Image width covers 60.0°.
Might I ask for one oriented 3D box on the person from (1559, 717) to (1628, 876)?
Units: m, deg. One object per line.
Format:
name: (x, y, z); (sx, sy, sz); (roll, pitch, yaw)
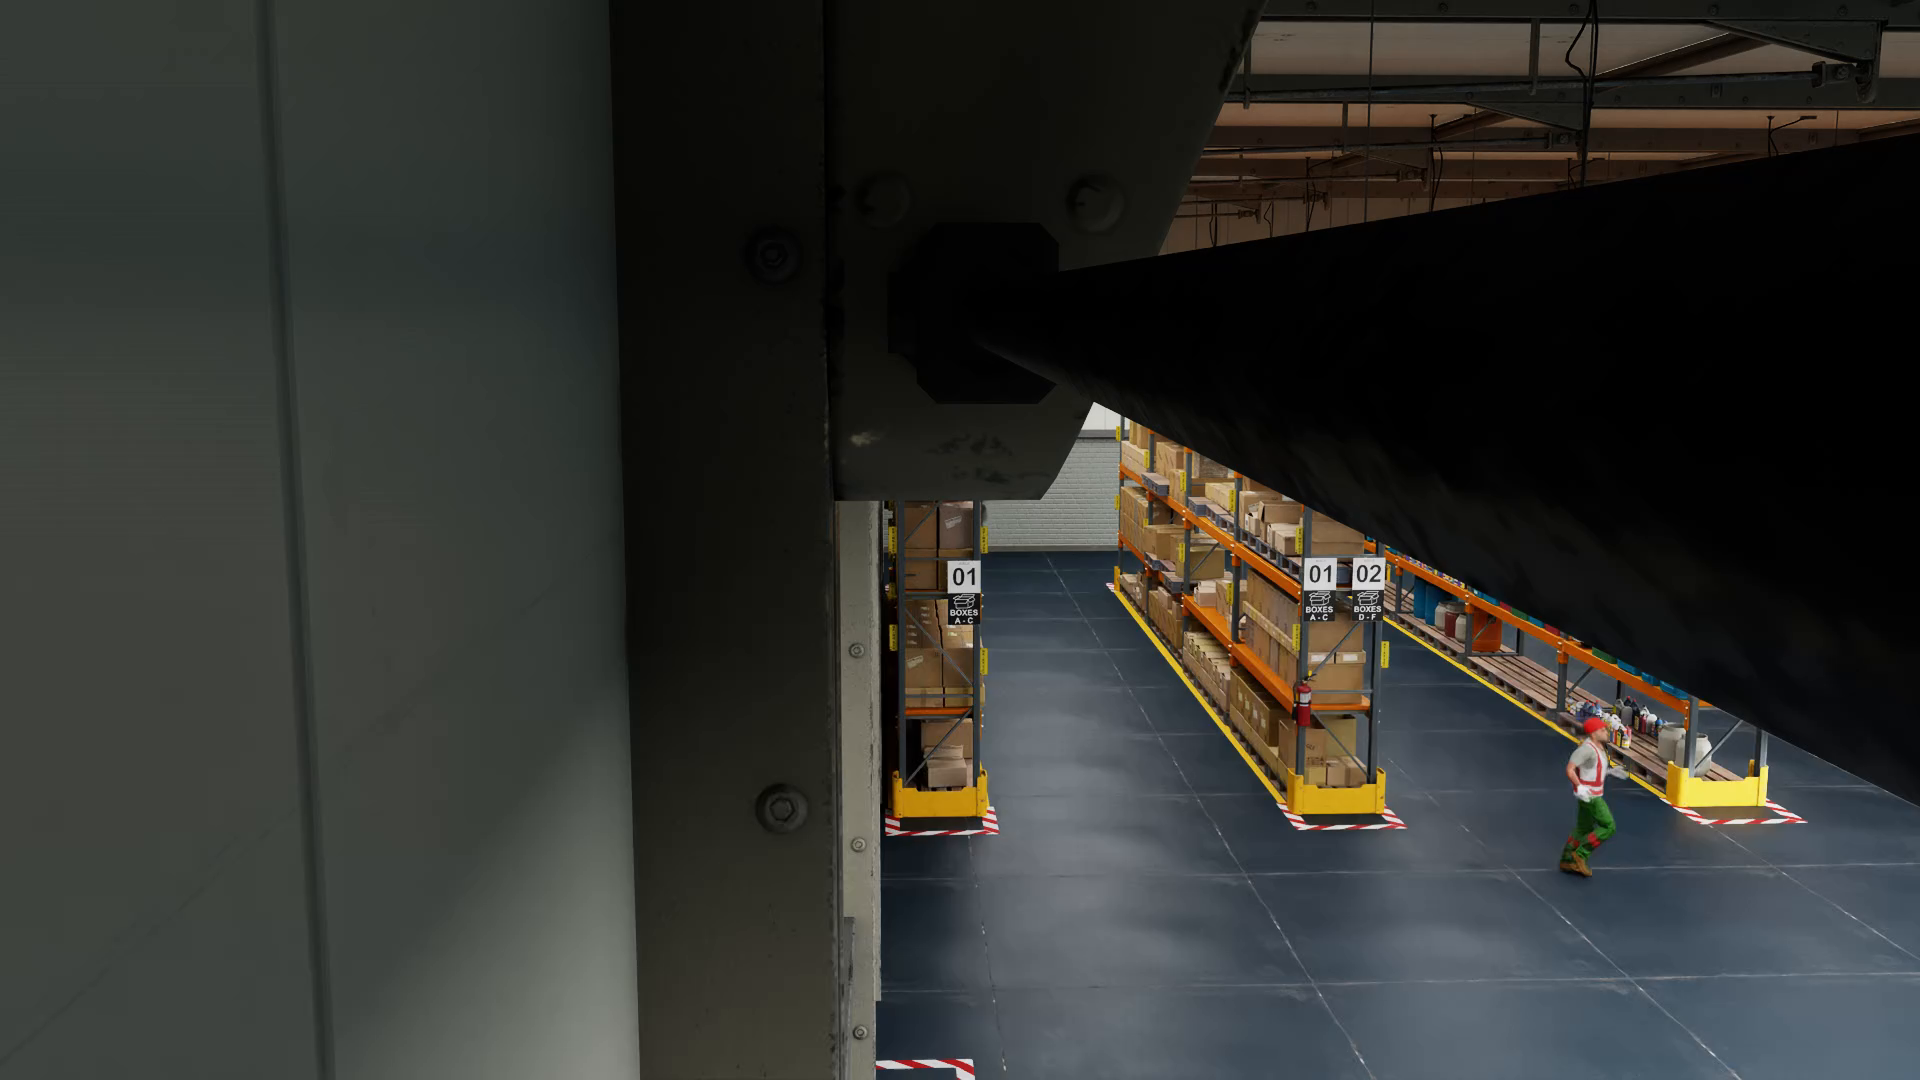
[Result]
person: (7.012, 2.824, 18.370); (0.659, 1.762, 0.625); (4, 9, 23)
